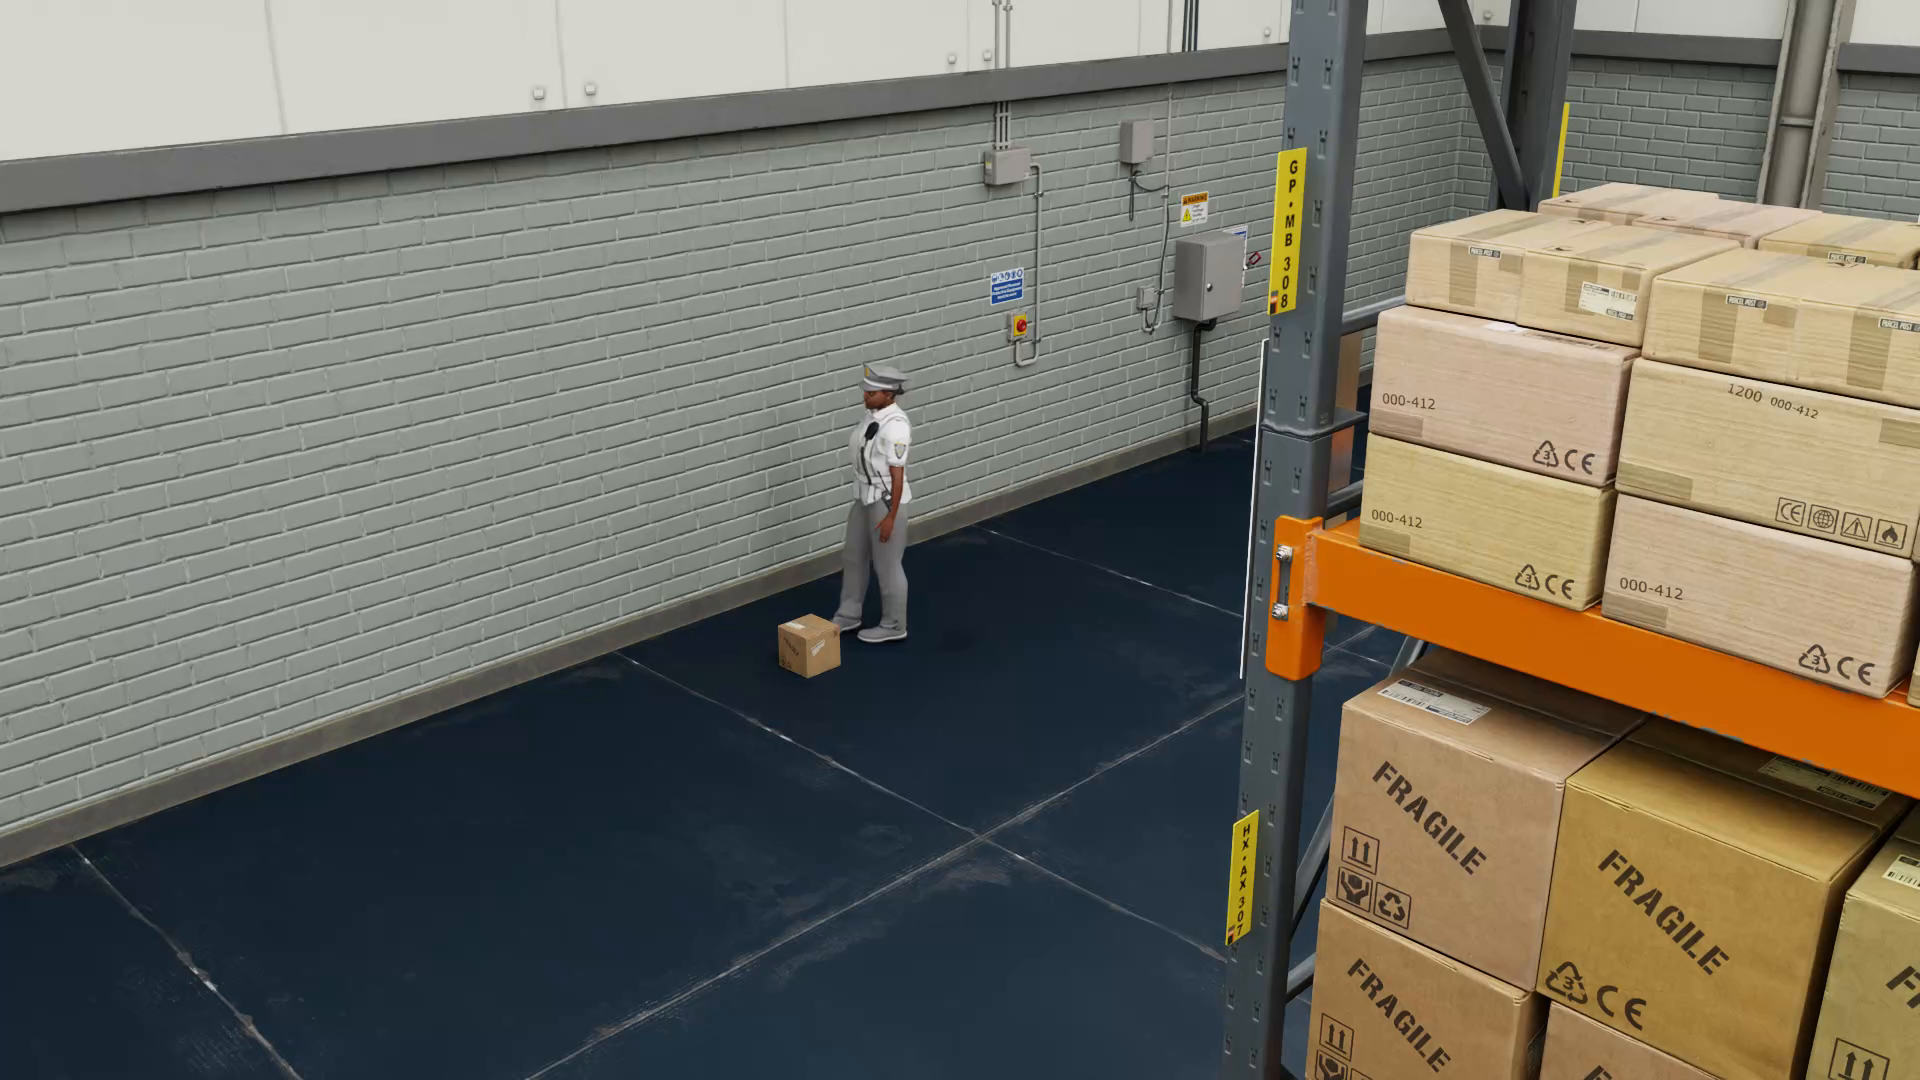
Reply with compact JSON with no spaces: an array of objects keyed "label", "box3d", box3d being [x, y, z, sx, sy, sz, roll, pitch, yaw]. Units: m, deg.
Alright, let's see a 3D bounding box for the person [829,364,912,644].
[{"label":"person","box3d":[-0.556,-0.194,9.555,0.526,1.689,0.512,-9,23,-23]}]
